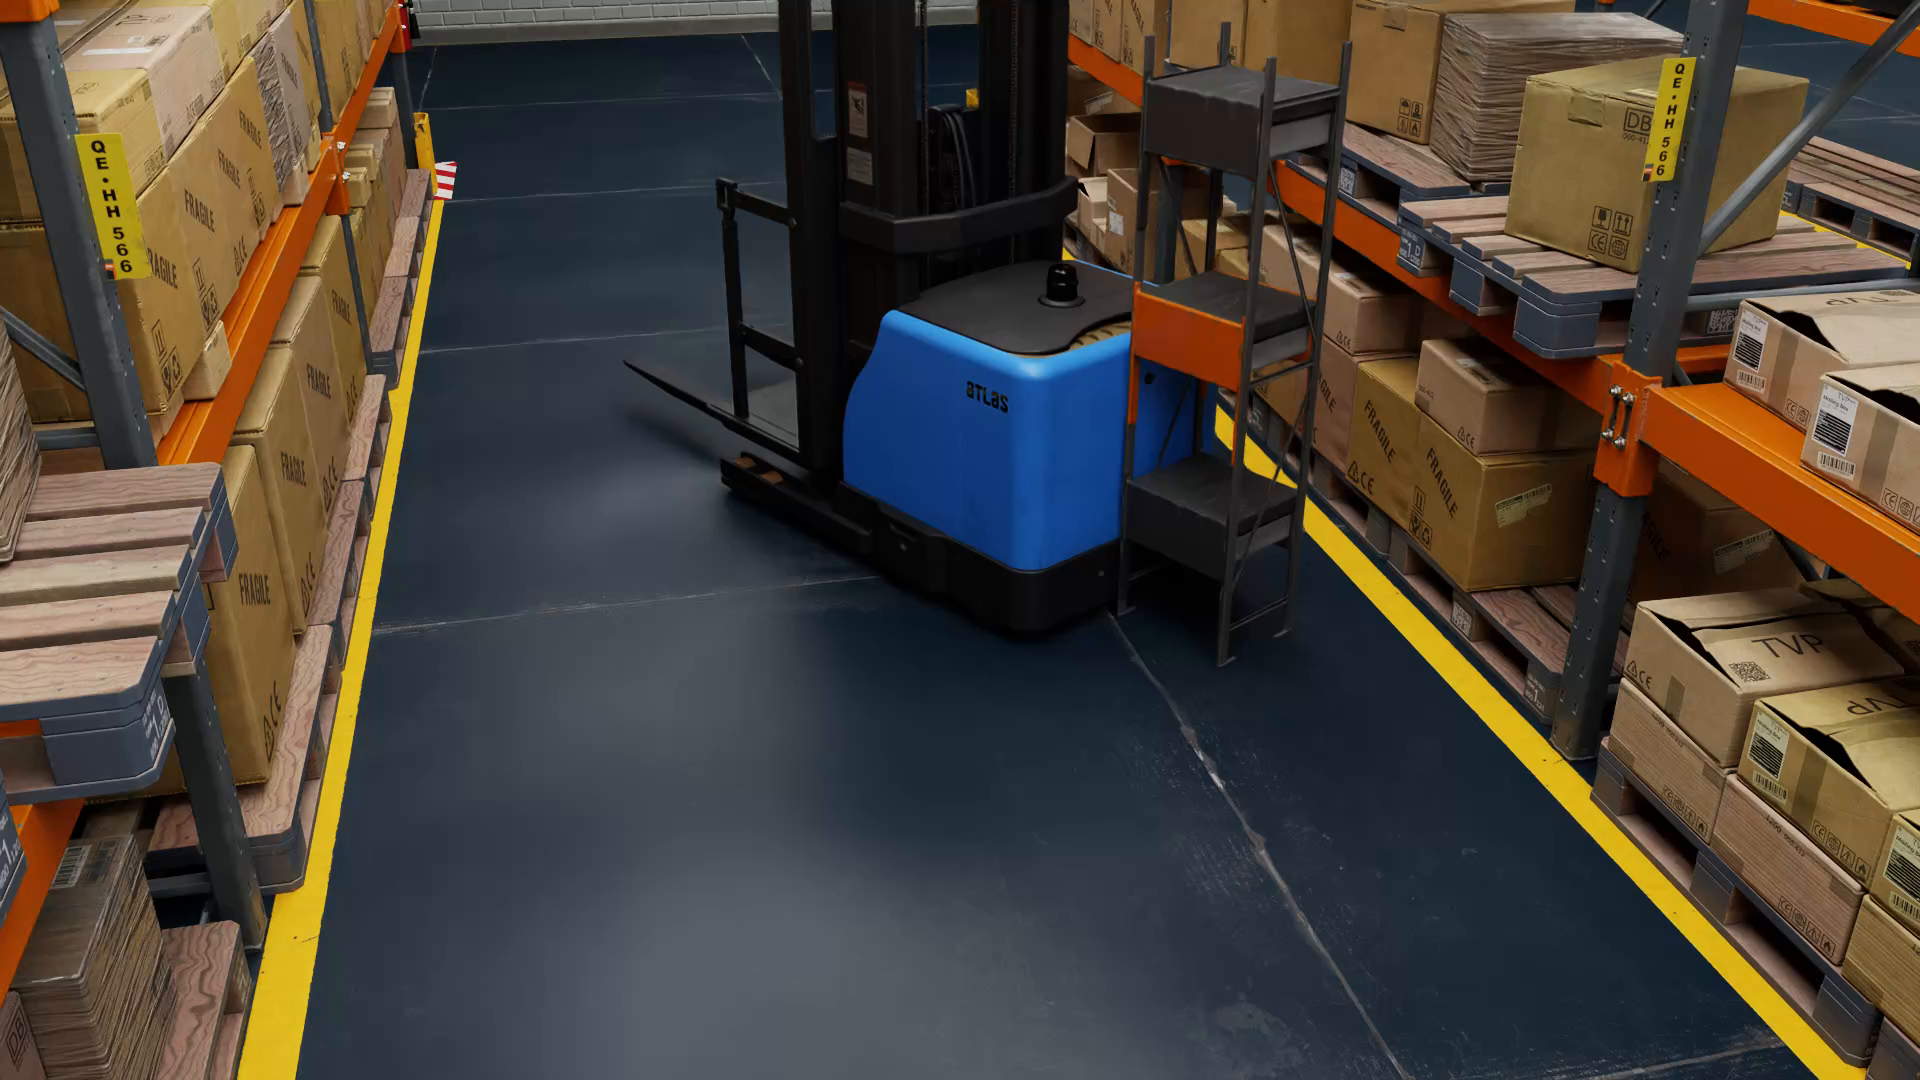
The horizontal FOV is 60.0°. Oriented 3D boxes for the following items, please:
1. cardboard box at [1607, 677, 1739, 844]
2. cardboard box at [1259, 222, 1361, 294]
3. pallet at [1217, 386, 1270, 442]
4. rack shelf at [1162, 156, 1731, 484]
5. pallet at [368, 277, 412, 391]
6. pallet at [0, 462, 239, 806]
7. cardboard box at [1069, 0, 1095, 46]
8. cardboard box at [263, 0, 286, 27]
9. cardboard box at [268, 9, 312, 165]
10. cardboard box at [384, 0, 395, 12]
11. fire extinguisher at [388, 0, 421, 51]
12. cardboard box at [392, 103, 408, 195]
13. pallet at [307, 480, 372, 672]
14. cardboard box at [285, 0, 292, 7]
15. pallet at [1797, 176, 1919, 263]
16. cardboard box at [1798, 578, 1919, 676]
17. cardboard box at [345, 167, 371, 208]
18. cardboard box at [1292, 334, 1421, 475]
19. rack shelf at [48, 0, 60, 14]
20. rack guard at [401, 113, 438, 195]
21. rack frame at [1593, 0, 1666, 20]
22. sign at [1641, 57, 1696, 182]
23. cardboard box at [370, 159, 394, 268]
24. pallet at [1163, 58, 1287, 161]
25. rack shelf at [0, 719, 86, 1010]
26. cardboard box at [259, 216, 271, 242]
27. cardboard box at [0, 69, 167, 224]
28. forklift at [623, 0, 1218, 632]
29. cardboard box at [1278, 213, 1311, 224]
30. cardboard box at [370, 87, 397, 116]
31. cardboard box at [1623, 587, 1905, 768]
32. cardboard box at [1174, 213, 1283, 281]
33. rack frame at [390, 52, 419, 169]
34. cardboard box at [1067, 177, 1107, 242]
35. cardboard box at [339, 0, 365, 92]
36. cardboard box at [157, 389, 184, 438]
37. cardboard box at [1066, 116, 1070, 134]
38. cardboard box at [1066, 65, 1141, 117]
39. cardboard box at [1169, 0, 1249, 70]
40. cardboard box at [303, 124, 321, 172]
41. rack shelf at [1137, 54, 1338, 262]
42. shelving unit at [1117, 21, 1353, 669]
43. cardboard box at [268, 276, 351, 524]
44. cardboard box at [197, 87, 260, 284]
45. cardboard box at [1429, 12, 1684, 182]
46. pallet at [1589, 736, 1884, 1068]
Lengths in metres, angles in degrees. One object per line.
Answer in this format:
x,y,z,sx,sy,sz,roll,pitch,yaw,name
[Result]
2.256,0.601,4.816,0.500,0.250,0.500,-6,27,-12,cardboard box
1.619,-1.194,7.241,0.500,0.250,0.500,-6,27,-11,cardboard box
1.743,-0.857,8.214,1.003,0.211,1.213,-6,27,-12,pallet
1.973,-1.256,6.708,1.077,0.370,4.000,-6,27,-12,rack shelf
-3.398,-1.047,8.591,1.003,0.211,1.213,-6,27,-12,pallet
-2.137,0.193,3.251,1.213,0.211,1.003,-6,27,-12,pallet
0.924,-3.145,9.540,0.500,0.500,0.500,-5,27,-10,cardboard box
-2.843,-2.067,6.221,0.500,0.250,0.500,-5,27,-10,cardboard box
-2.829,-1.737,6.399,0.500,0.500,0.500,-6,27,-11,cardboard box
-4.080,-3.617,10.255,0.980,0.700,0.700,-5,27,-9,cardboard box
-3.789,-3.618,11.090,0.296,0.674,0.183,-6,27,-12,fire extinguisher
-3.949,-2.481,10.644,0.700,0.500,0.500,-6,27,-12,cardboard box
-2.777,0.162,6.194,1.003,0.211,1.213,-6,27,-12,pallet
-2.949,-2.292,6.667,0.500,0.250,0.500,-5,27,-10,cardboard box
6.146,-2.030,10.538,1.003,0.211,1.213,-6,27,-12,pallet
2.782,0.296,4.799,0.500,0.311,0.500,-5,27,-10,cardboard box
-3.271,-1.819,8.613,0.380,0.149,0.250,-5,27,-10,cardboard box
1.744,-0.623,6.942,0.500,0.500,0.500,-7,28,-14,cardboard box
-2.852,-2.090,5.032,1.077,0.370,4.000,-6,27,-12,rack shelf
-4.210,-2.601,11.348,1.175,0.500,0.348,-6,27,-12,rack guard
5.448,-4.712,12.757,1.000,3.000,0.127,-6,27,-12,rack frame
1.897,-1.121,4.446,0.100,0.325,0.005,-6,27,-12,sign
-3.595,-1.807,9.309,0.700,0.500,0.500,-5,27,-10,cardboard box
1.596,-2.007,7.611,1.003,0.211,1.213,-6,27,-12,pallet
-1.951,1.005,2.229,1.077,0.370,4.000,-6,27,-12,rack shelf
-2.707,-1.165,5.986,0.380,0.149,0.250,-7,28,-13,cardboard box
-2.259,-0.954,4.015,0.500,0.250,0.500,-5,27,-10,cardboard box
-0.370,-1.564,6.597,1.130,2.935,3.031,-22,34,-36,forklift
1.913,-1.348,8.378,0.500,0.500,0.500,-6,27,-12,cardboard box
-3.743,-2.733,10.423,0.380,0.149,0.250,-6,27,-12,cardboard box
2.256,0.350,4.690,0.500,0.311,0.500,-5,27,-10,cardboard box
1.394,-1.298,8.279,0.500,0.500,0.500,-7,28,-14,cardboard box
-4.204,-3.706,10.764,1.000,3.000,0.127,-6,27,-12,rack frame
0.949,-2.002,9.883,0.500,0.311,0.500,-6,27,-12,cardboard box
-3.568,-2.645,8.329,0.980,0.700,0.700,-7,28,-13,cardboard box
-2.298,-0.371,4.412,0.380,0.149,0.250,-6,27,-11,cardboard box
0.580,-2.693,11.320,0.500,0.250,0.500,-6,27,-12,cardboard box
0.984,-3.078,11.805,0.500,0.500,0.500,-6,27,-12,cardboard box
1.411,-2.456,7.711,0.700,0.500,0.500,-16,31,-29,cardboard box
-2.871,-1.619,6.885,0.380,0.149,0.250,-5,27,-11,cardboard box
0.899,-1.241,5.354,0.431,0.518,0.480,-22,34,-36,rack shelf
0.899,-0.628,5.664,0.431,2.100,0.503,-22,34,-36,shelving unit
-2.827,-0.516,6.363,0.750,0.750,0.750,-5,27,-10,cardboard box
-2.481,-1.069,5.075,0.500,0.500,0.500,-6,27,-12,cardboard box
2.152,-1.617,6.048,0.700,0.500,0.500,-1,27,-2,cardboard box
2.571,0.911,4.710,1.003,0.211,1.213,-6,27,-12,pallet
